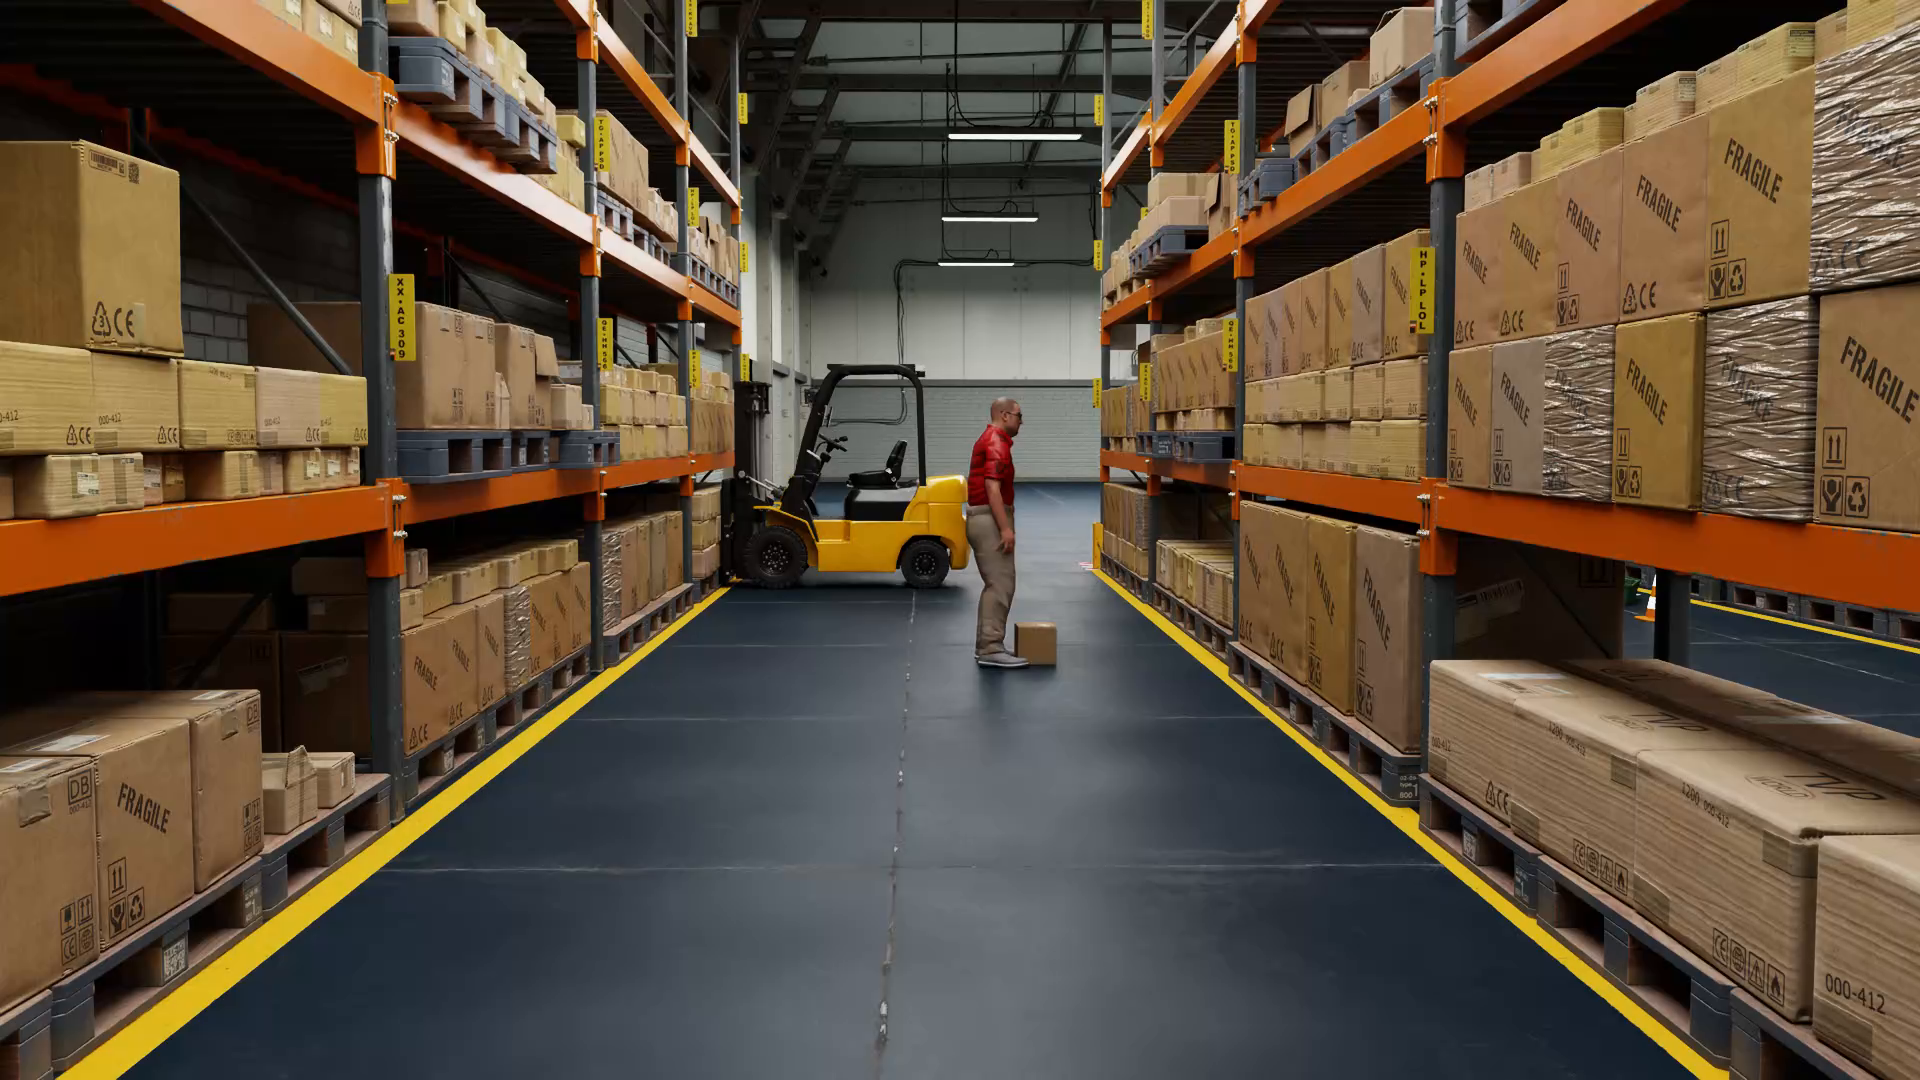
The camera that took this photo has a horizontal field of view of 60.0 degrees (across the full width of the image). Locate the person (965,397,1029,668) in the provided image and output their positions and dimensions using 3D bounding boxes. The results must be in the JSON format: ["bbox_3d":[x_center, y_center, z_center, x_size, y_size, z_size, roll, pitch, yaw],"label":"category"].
[{"bbox_3d":[0.236,-0.062,10.793,0.389,1.727,0.606,0,4,-5],"label":"person"}]
